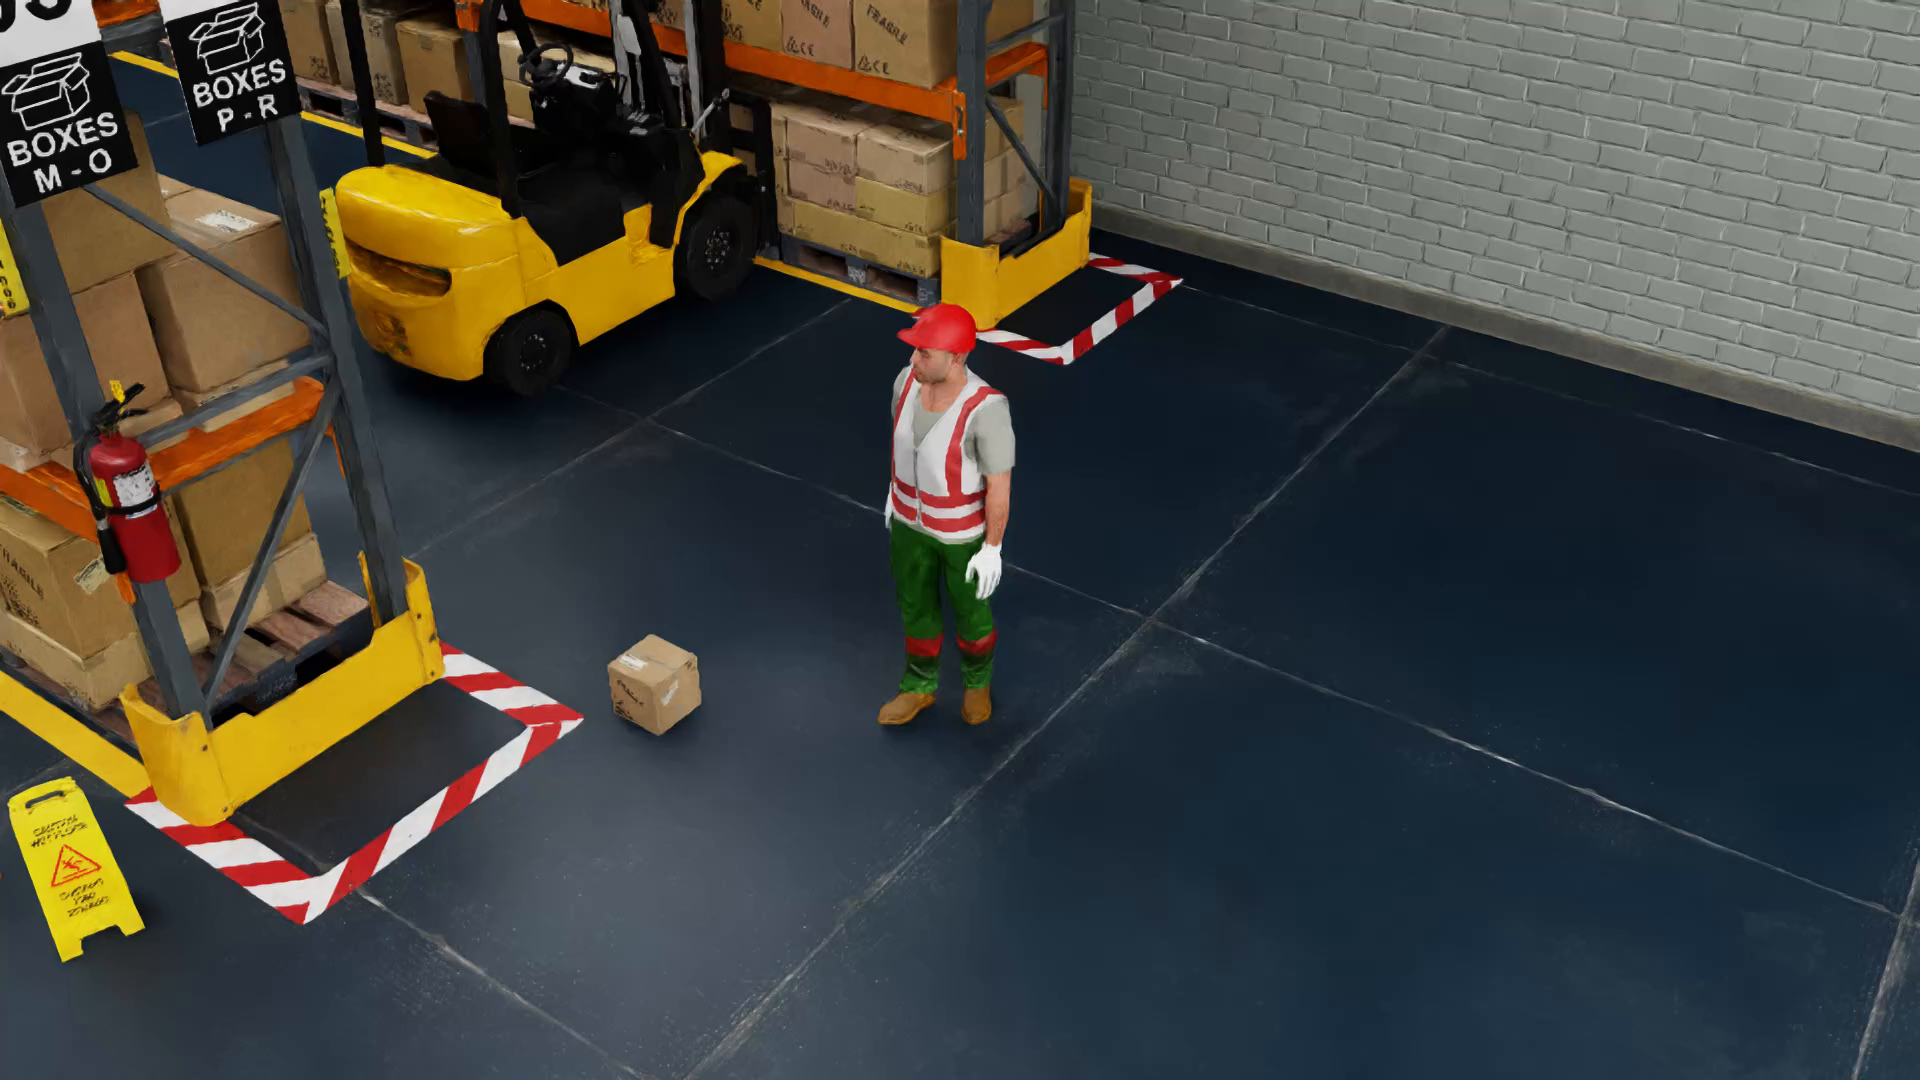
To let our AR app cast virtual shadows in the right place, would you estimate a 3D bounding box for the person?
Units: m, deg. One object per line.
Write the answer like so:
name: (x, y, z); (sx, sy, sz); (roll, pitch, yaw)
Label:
person: (-0.061, -0.052, 6.164); (0.605, 1.795, 0.487); (21, 40, 28)
